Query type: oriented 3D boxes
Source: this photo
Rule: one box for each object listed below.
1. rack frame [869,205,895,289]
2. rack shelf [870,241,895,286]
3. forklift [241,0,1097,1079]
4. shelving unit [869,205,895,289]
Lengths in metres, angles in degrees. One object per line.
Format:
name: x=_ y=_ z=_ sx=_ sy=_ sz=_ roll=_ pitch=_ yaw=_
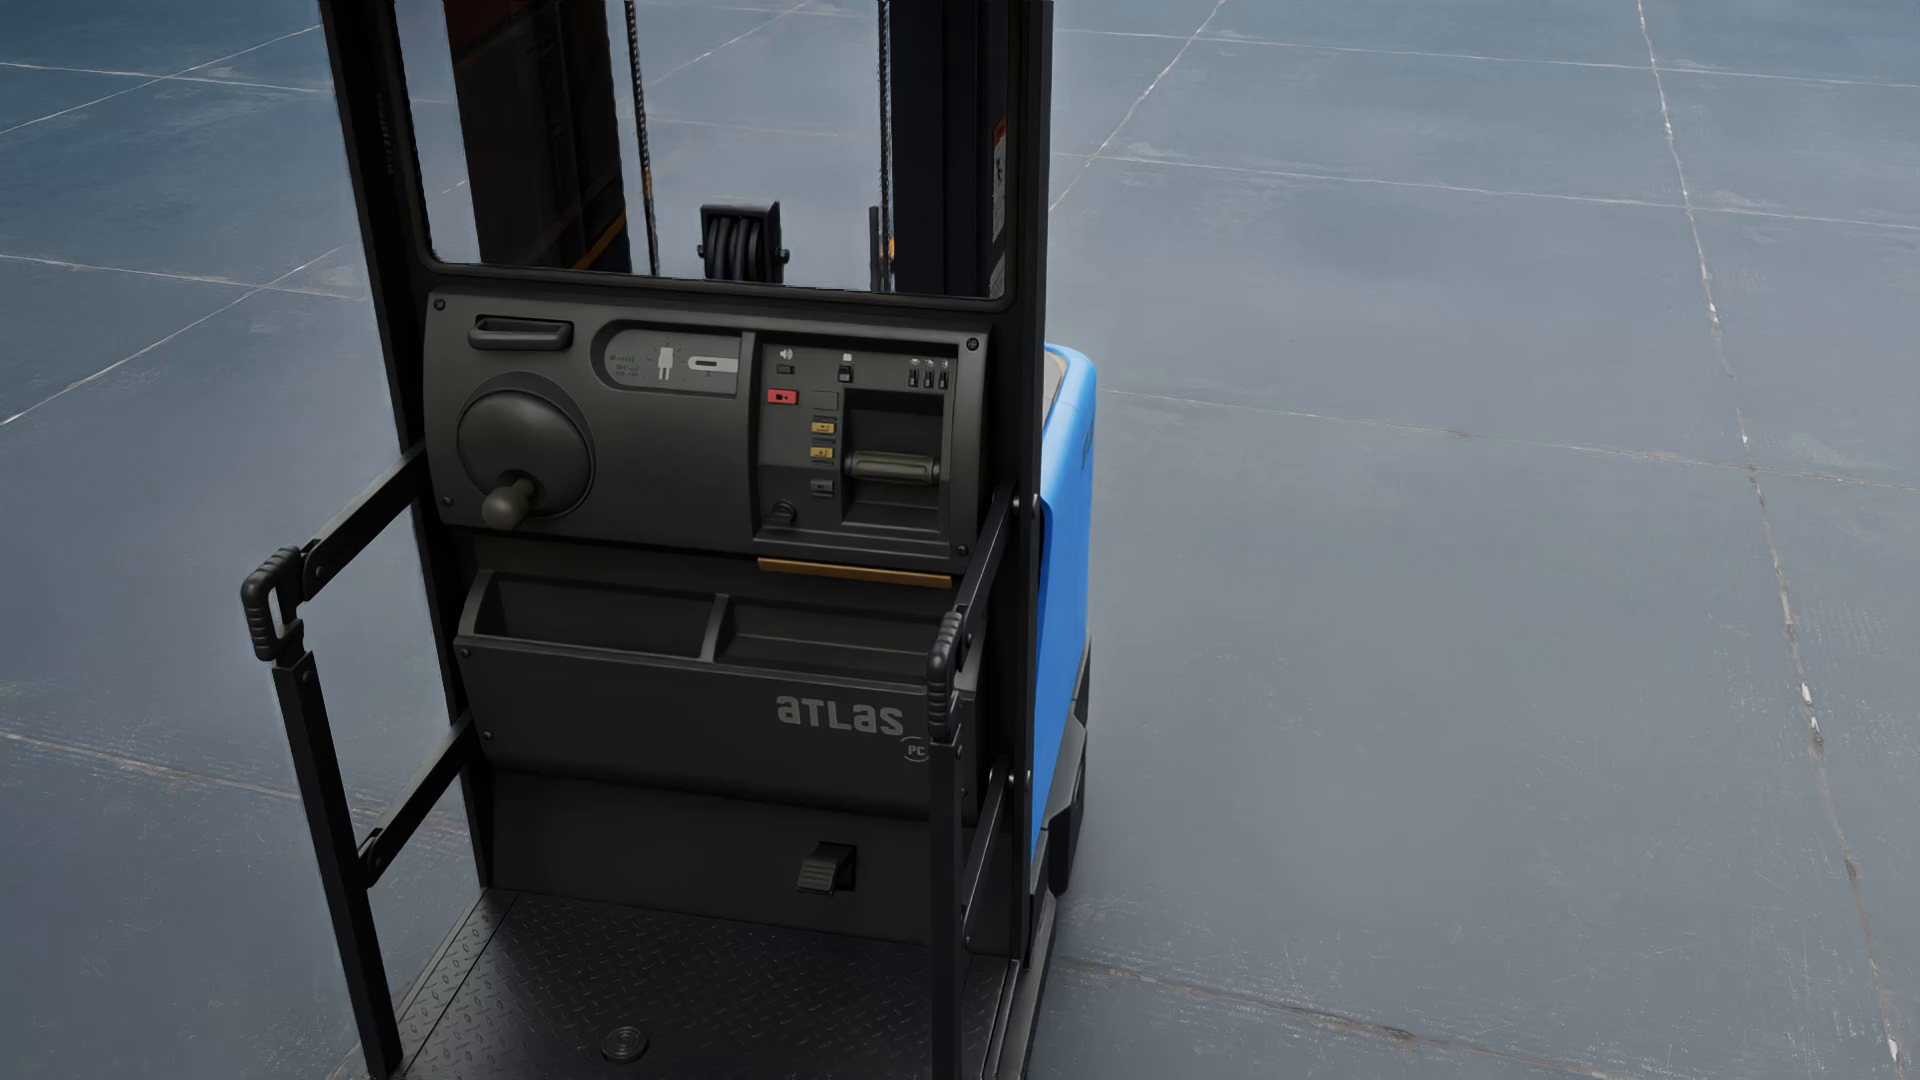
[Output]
rack frame: x=-0.120 y=-0.334 z=4.616 sx=0.240 sy=1.200 sz=0.015 roll=8 pitch=30 yaw=15
rack shelf: x=-0.049 y=-0.791 z=4.629 sx=0.258 sy=0.148 sz=0.480 roll=8 pitch=30 yaw=15
forklift: x=-0.456 y=-0.137 z=2.481 sx=1.130 sy=2.935 sz=3.031 roll=5 pitch=30 yaw=10
shelving unit: x=-0.049 y=-0.447 z=4.820 sx=0.258 sy=1.200 sz=0.503 roll=8 pitch=30 yaw=15
